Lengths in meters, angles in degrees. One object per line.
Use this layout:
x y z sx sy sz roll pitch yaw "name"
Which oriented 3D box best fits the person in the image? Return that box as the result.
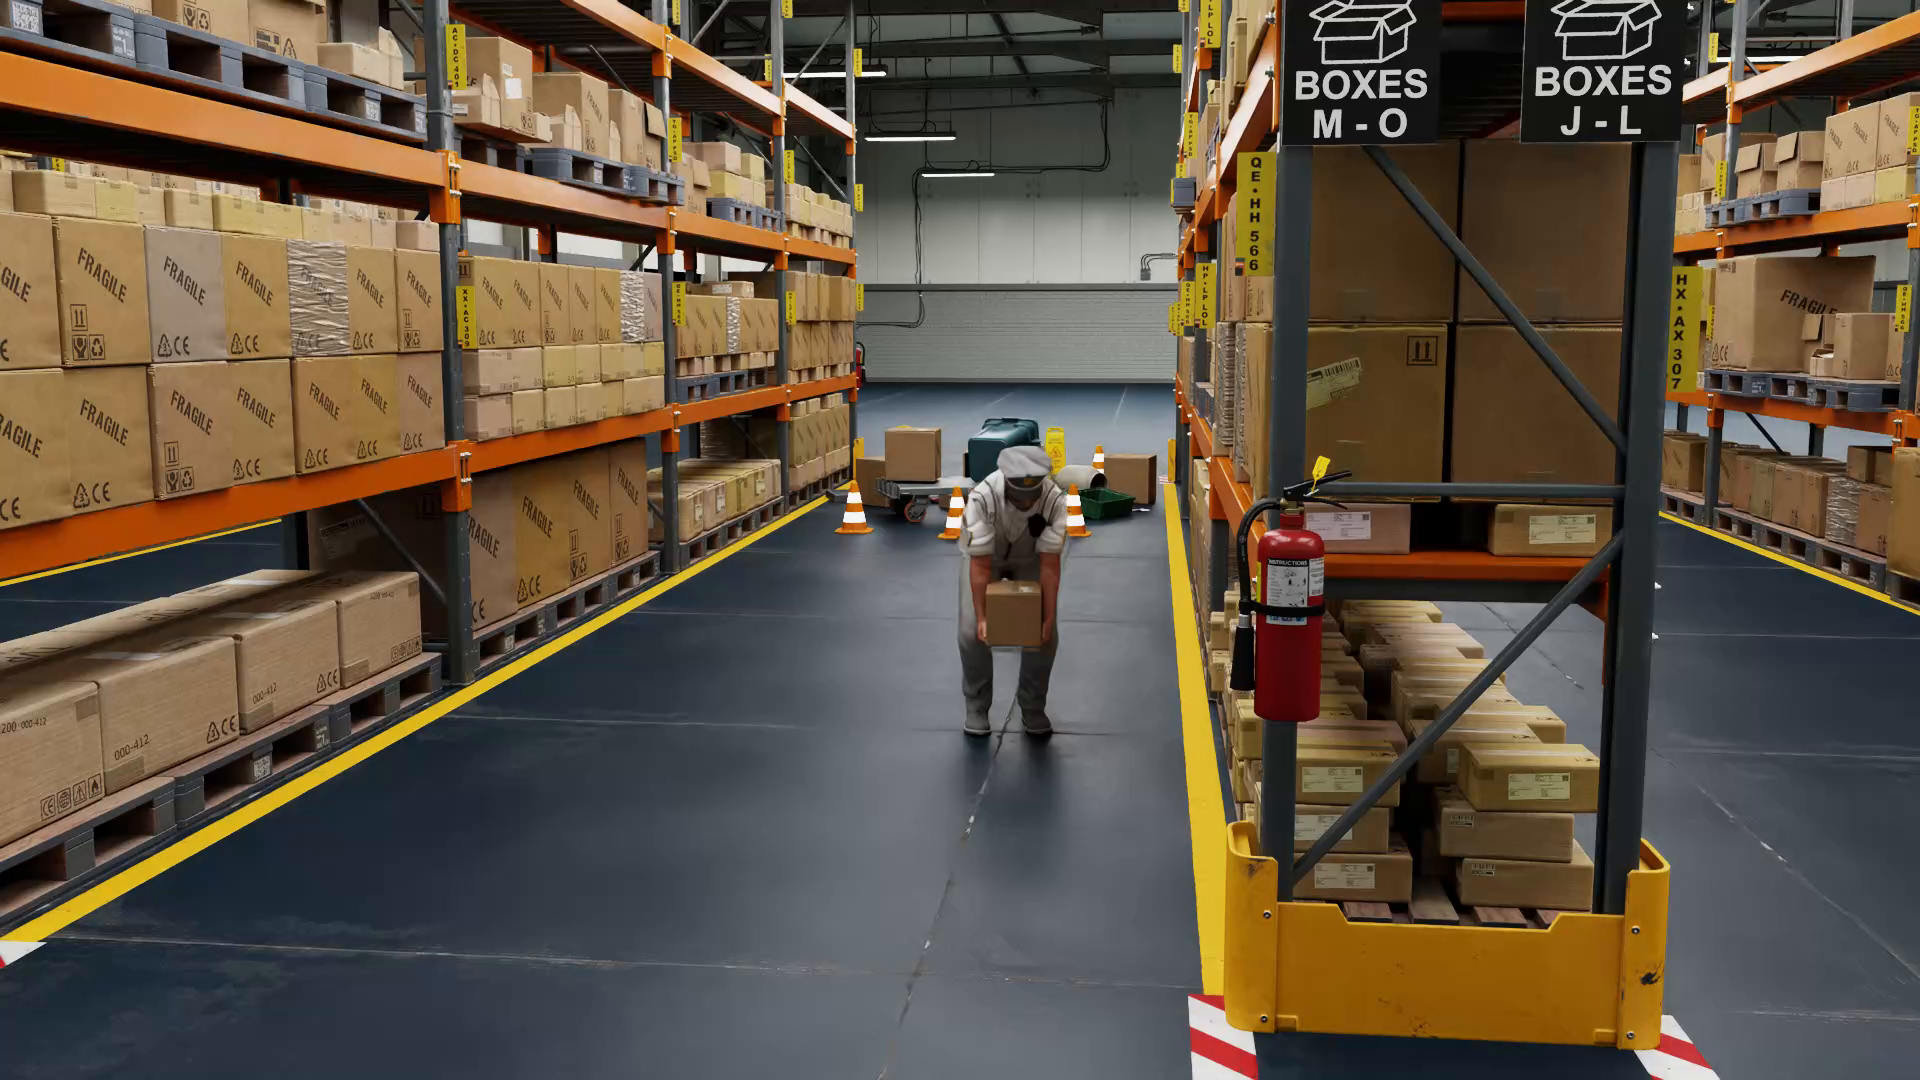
0.241 0.244 7.757 0.490 1.408 0.955 -1 8 -4 "person"
